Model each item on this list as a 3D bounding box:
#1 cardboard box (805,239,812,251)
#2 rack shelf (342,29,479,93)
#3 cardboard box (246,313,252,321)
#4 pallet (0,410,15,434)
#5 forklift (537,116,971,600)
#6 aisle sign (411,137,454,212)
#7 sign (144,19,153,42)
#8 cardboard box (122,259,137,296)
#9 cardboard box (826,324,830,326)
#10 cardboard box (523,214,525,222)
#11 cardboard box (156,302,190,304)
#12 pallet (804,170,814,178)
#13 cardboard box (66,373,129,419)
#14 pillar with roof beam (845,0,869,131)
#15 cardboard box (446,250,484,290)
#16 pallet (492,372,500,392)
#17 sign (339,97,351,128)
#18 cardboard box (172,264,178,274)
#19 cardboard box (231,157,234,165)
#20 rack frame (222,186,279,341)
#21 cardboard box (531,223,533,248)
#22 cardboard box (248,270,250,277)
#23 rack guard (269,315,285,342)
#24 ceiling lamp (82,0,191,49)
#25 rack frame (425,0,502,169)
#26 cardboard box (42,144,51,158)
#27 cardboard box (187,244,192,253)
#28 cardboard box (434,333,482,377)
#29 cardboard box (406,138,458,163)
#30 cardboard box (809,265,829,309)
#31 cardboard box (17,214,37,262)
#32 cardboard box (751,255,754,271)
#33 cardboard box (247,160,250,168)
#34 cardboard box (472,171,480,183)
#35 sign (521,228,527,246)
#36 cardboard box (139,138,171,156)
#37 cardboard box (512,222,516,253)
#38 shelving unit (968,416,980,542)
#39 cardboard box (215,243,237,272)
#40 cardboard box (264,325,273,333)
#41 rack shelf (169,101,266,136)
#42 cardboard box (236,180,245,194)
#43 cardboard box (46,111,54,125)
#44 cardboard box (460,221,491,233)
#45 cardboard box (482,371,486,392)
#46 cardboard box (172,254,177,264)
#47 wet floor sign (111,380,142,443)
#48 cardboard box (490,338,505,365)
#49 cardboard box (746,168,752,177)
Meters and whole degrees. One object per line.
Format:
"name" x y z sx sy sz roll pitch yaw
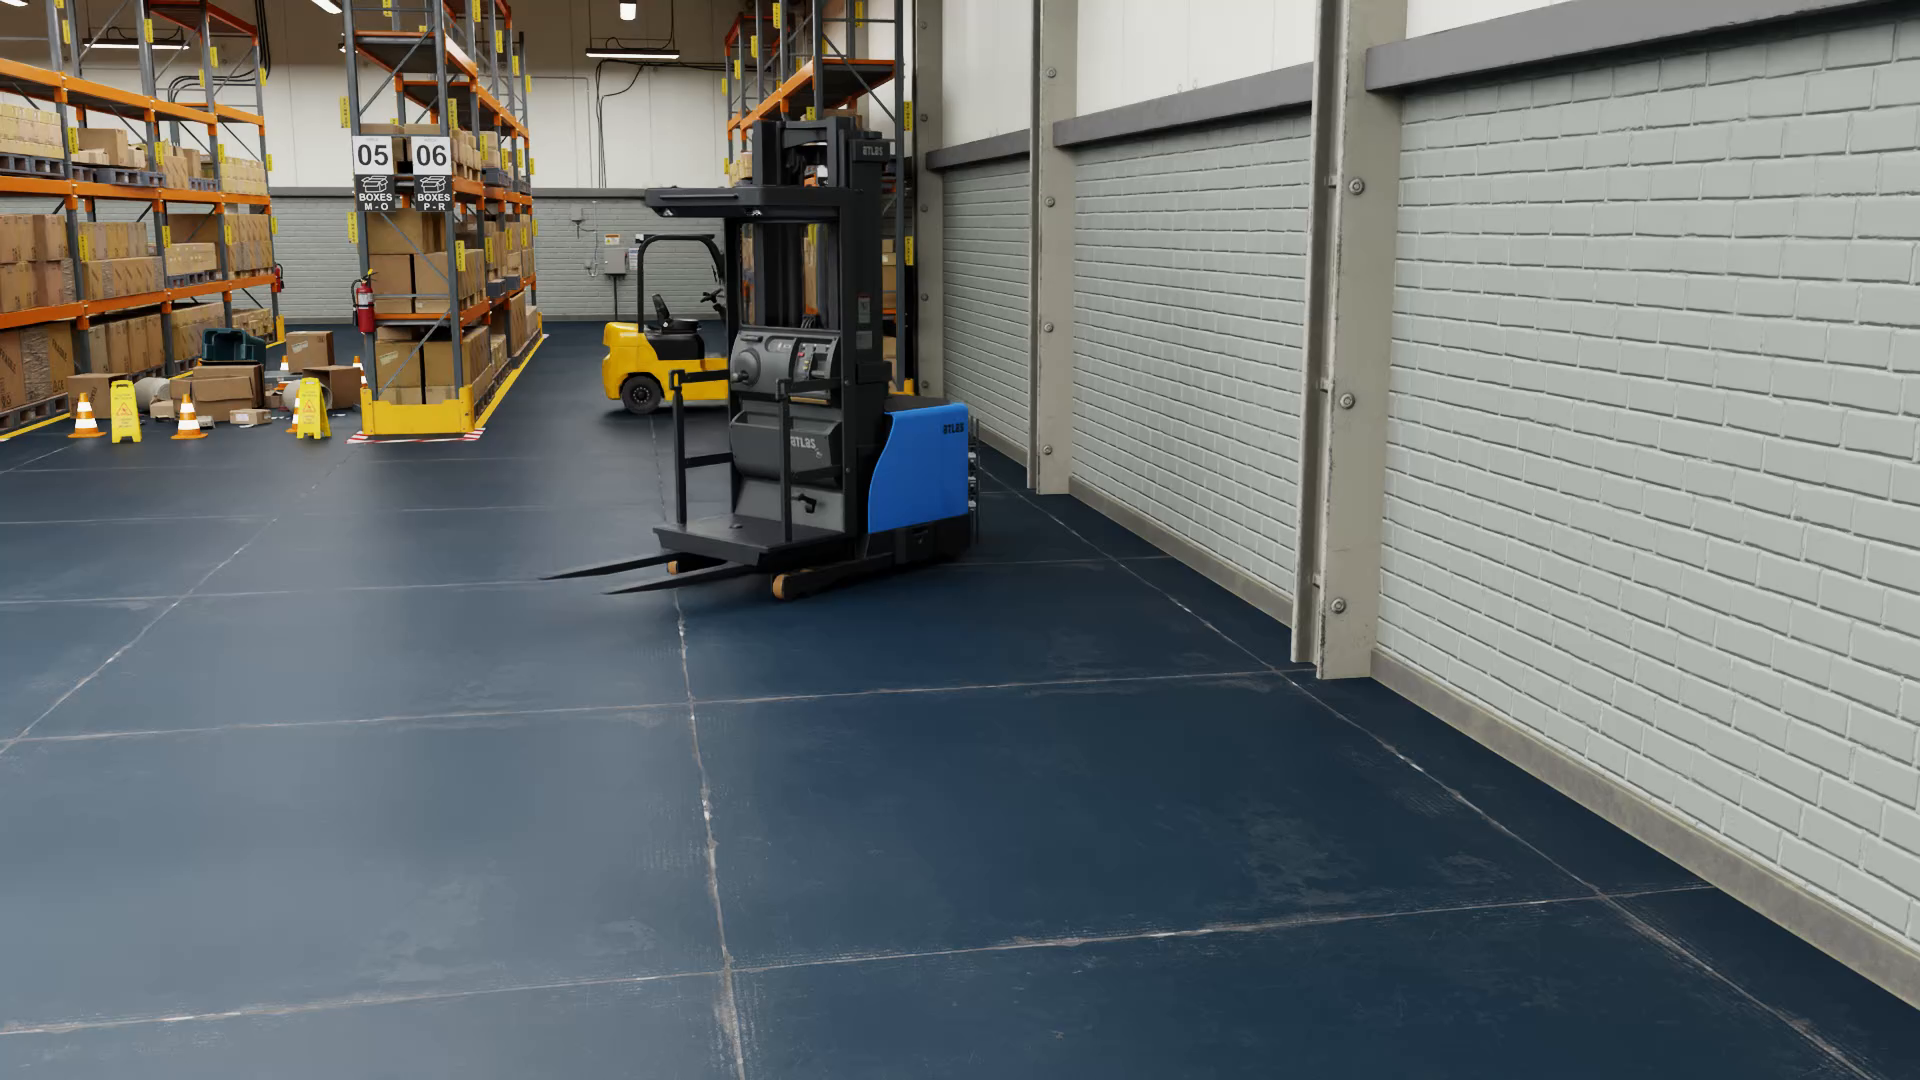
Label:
"cardboard box" -1.703 -3.601 20.297 0.380 0.149 0.250 -2 11 -10
"rack shelf" -6.393 -5.624 19.609 1.077 0.370 4.000 -2 11 -11
"cardboard box" -13.316 -4.123 30.749 0.380 0.149 0.250 -2 11 -11
"pallet" -11.072 -1.240 18.148 1.003 0.211 1.213 -2 11 -11
"forklift" -1.268 -1.174 10.525 1.130 2.935 3.031 9 14 40
"aisle sign" -5.688 -3.942 17.931 0.394 0.787 0.004 -2 11 -11
"sign" -11.852 -7.438 24.287 0.100 0.325 0.005 -2 11 -11
"cardboard box" -11.748 -3.633 22.993 0.500 0.500 0.500 -2 11 -10
"cardboard box" -1.515 -2.751 22.183 0.500 0.250 0.500 -2 11 -12
"cardboard box" -8.423 -6.072 31.400 0.380 0.149 0.250 -2 11 -11
"cardboard box" -13.289 -3.869 28.057 0.500 0.250 0.500 -3 11 -14
"pallet" -1.489 -4.631 20.719 1.003 0.211 1.213 -2 11 -11
"cardboard box" -10.309 -1.726 19.920 0.500 0.500 0.500 0 11 -1
"pillar with roof beam" -5.777 -6.897 24.368 9.100 9.000 0.400 -2 11 -11
"cardboard box" -6.345 -3.427 21.117 0.500 0.500 0.500 -2 11 -9
"pallet" -6.935 -2.171 23.040 1.003 0.211 1.213 -2 11 -11
"sign" -6.552 -4.557 17.725 0.100 0.325 0.005 -2 11 -11
"cardboard box" -12.390 -4.205 25.813 0.380 0.149 0.250 -2 11 -8
"cardboard box" -13.194 -6.762 29.675 0.380 0.149 0.250 -2 11 -13
"rack frame" -13.952 -5.401 32.549 1.000 3.000 0.127 -2 11 -11
"cardboard box" -8.789 -6.060 33.071 0.500 0.500 0.500 -2 11 -9
"cardboard box" -13.379 -4.940 30.802 0.380 0.149 0.250 -2 11 -10
"rack guard" -13.937 -4.159 32.710 1.175 0.500 0.348 -2 11 -11
"ceiling lamp" -16.872 -11.638 33.663 2.000 3.185 0.800 -2 11 -11
"rack frame" -7.560 -7.079 25.323 1.000 3.000 0.127 -2 11 -11
"cardboard box" -11.132 -4.657 19.899 0.380 0.149 0.250 -2 11 -10
"cardboard box" -12.598 -4.687 26.759 0.380 0.149 0.250 -2 11 -12
"cardboard box" -6.090 -2.239 20.164 0.500 0.500 0.500 -2 11 -10
"cardboard box" -5.840 -4.313 18.416 0.500 0.250 0.500 -2 11 -12
"cardboard box" -1.489 -2.976 19.542 0.500 0.500 0.500 -2 11 -12
"cardboard box" -11.389 -3.534 19.455 0.875 0.550 0.550 -2 11 -11
"cardboard box" -3.214 -4.628 27.765 0.500 0.250 0.500 -3 11 -14
"cardboard box" -13.449 -7.003 30.942 0.380 0.149 0.250 -2 11 -12
"cardboard box" -6.421 -4.702 21.526 0.380 0.149 0.250 -2 11 -11
"sign" -7.808 -5.417 29.750 0.100 0.325 0.005 -2 11 -11
"cardboard box" -12.304 -6.011 25.419 0.396 0.266 0.258 -2 11 -11
"cardboard box" -7.702 -5.050 27.767 0.500 0.500 0.500 -2 11 -10
"shelving unit" -0.002 -0.444 12.120 0.258 0.900 0.210 -2 11 -11
"cardboard box" -13.023 -4.962 29.183 0.500 0.500 0.500 -2 11 -12
"cardboard box" -13.495 -4.074 32.081 0.380 0.149 0.250 -2 11 -9
"rack shelf" -13.563 -7.626 30.129 1.077 0.370 4.000 -2 11 -11
"cardboard box" -13.193 -6.349 29.912 0.500 0.250 0.500 -2 11 -9
"cardboard box" -11.185 -5.095 20.071 0.380 0.149 0.250 -2 11 -11
"cardboard box" -6.527 -4.218 22.413 0.380 0.149 0.250 -2 11 -11
"cardboard box" -6.196 -1.965 20.727 0.500 0.250 0.500 -2 11 -10
"cardboard box" -12.403 -4.357 25.819 0.380 0.149 0.250 -2 11 -13
"wet floor sign" -8.892 -1.376 17.702 0.267 0.644 0.232 -4 12 -21
"cardboard box" -7.308 -2.808 24.834 0.950 0.372 0.625 -2 11 -12
"cardboard box" -3.478 -6.302 28.544 0.380 0.149 0.250 -2 11 -10
